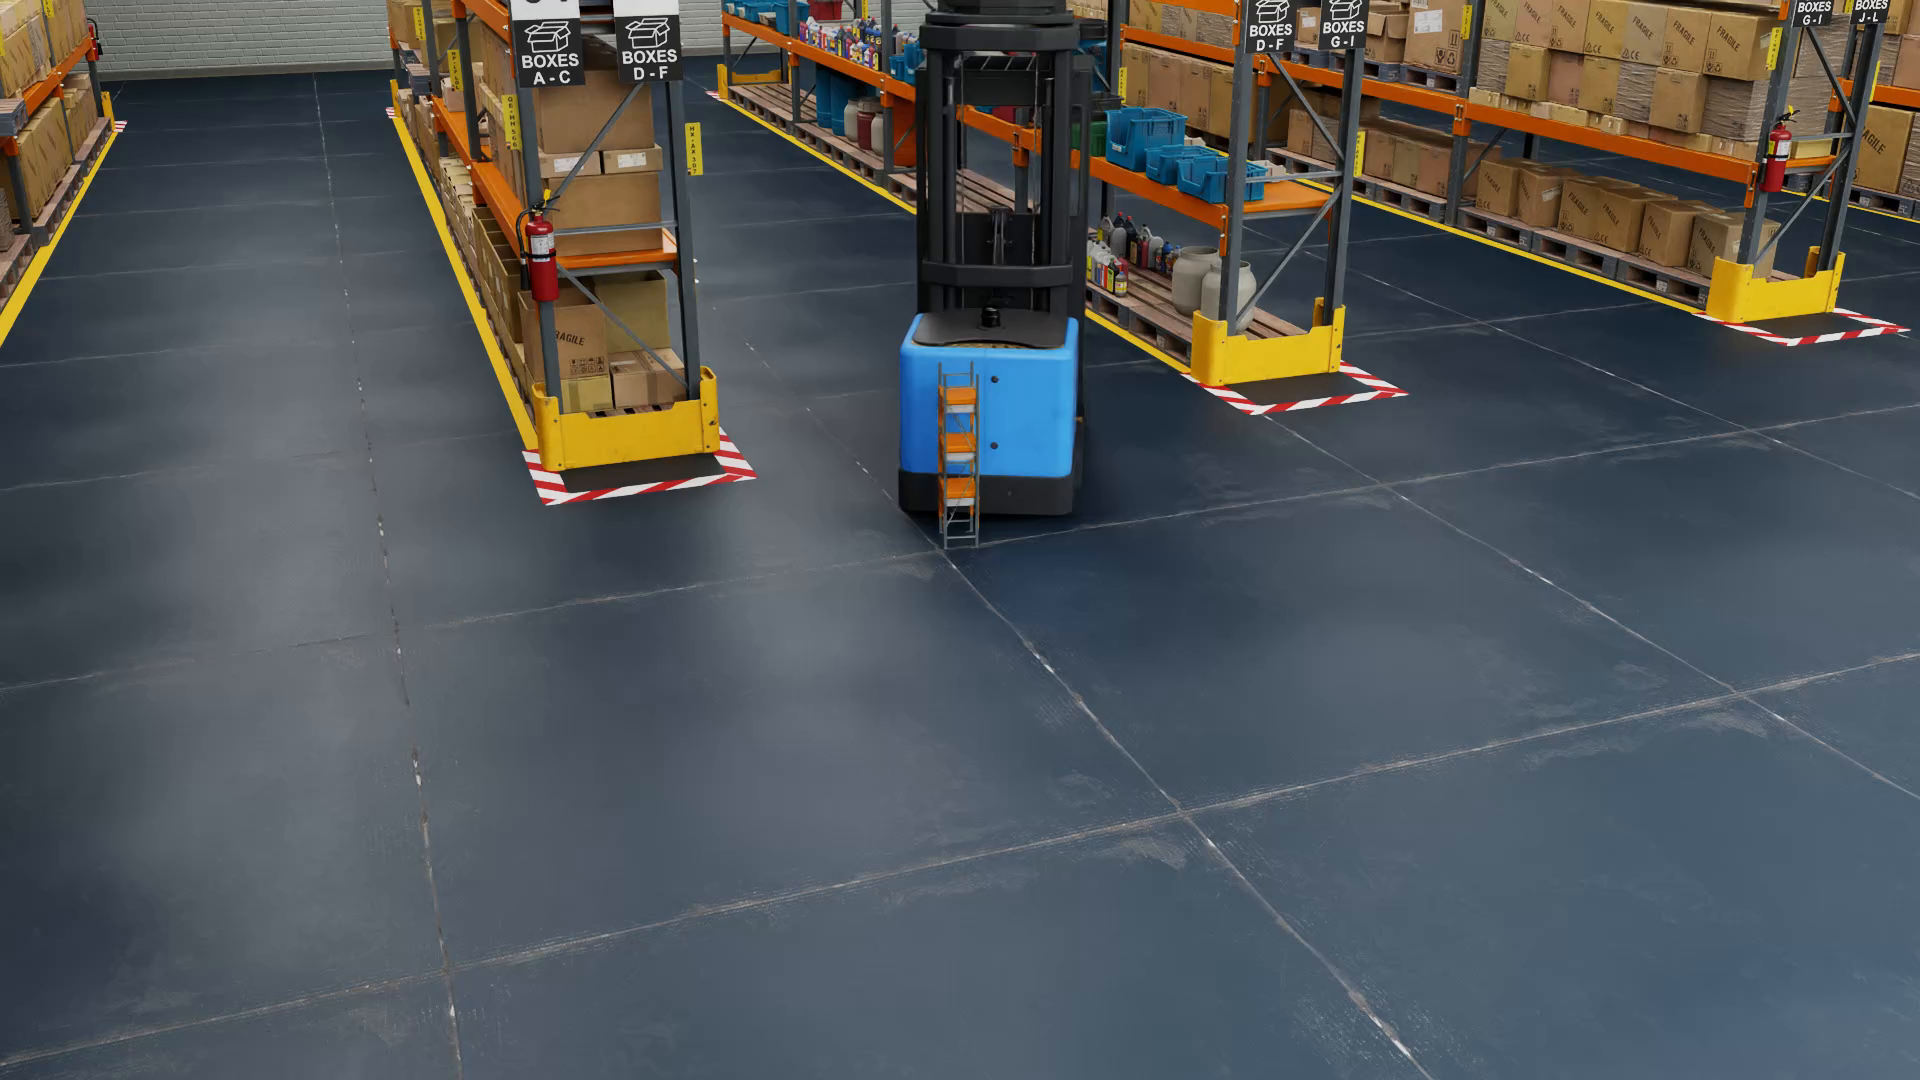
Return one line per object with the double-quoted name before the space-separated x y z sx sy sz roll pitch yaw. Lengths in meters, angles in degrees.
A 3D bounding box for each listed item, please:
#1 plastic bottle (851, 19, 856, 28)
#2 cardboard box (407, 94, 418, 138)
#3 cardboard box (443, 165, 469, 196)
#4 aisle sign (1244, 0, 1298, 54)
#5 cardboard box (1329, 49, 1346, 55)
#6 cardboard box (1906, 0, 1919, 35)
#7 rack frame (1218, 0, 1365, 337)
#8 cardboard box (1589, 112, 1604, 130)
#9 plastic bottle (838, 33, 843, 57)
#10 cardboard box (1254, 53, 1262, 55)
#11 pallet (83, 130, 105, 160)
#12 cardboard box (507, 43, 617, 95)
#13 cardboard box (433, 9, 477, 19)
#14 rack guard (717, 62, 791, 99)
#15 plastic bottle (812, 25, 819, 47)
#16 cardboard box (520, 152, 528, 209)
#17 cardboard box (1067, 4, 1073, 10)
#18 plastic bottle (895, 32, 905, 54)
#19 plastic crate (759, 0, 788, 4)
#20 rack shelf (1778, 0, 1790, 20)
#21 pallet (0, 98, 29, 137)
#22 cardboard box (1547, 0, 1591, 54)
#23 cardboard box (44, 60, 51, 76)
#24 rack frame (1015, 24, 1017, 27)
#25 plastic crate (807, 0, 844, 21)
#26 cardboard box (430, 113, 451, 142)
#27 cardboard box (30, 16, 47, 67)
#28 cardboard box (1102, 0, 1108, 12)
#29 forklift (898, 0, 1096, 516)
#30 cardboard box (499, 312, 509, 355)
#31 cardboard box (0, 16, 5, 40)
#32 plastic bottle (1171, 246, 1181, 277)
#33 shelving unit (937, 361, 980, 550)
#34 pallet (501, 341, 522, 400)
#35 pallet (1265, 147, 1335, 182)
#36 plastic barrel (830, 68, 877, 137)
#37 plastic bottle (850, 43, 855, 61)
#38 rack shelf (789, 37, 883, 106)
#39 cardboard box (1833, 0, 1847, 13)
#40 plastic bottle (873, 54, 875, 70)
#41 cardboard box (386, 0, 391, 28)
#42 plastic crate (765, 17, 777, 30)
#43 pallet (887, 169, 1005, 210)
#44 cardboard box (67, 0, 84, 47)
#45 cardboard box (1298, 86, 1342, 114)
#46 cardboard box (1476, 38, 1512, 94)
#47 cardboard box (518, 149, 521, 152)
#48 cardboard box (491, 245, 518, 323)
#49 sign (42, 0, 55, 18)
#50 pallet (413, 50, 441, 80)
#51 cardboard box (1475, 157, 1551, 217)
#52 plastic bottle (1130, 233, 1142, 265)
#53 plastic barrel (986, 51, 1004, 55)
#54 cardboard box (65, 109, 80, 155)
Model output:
"plastic bottle" -1.375 -6.855 22.311 0.152 0.276 0.135 -8 24 -19
"cardboard box" -6.919 -5.551 21.711 0.500 0.500 0.500 -8 24 -19
"cardboard box" -4.936 -3.644 16.810 0.500 0.311 0.500 -9 24 -20
"aisle sign" 2.170 -3.782 11.513 0.394 0.787 0.004 -8 24 -19
"cardboard box" 4.606 -5.721 19.113 0.500 0.250 0.500 -9 24 -20
"cardboard box" 10.720 -5.671 17.760 0.875 0.550 0.550 -8 24 -19
"rack frame" 2.422 -2.650 12.176 1.000 3.000 0.127 -8 24 -19
"cardboard box" 6.110 -3.920 15.513 0.380 0.149 0.250 -8 24 -19
"plastic bottle" -1.462 -6.123 20.565 0.061 0.283 0.133 -8 24 -19
"cardboard box" 3.823 -6.428 21.011 0.500 0.500 0.500 -8 24 -17
"pallet" -11.716 -5.097 21.572 1.003 0.211 1.213 -8 24 -19
"cardboard box" -2.755 -3.180 11.634 0.700 0.500 0.500 -8 24 -19
"cardboard box" -5.512 -5.690 18.720 0.700 0.500 0.500 -4 23 -9
"rack guard" -3.251 -7.319 26.472 1.175 0.500 0.348 -8 24 -19
"plastic bottle" -1.865 -6.552 21.599 0.097 0.271 0.097 0 23 0
"cardboard box" -2.726 -2.561 11.835 0.700 0.500 0.500 -8 24 -19
"cardboard box" 1.859 -8.200 25.666 0.380 0.149 0.250 -8 24 -18
"plastic bottle" -0.744 -6.206 20.771 0.152 0.276 0.135 -8 24 -19
"plastic crate" -2.937 -8.412 25.723 0.616 0.435 0.499 -8 24 -19
"rack shelf" 6.349 -5.107 15.070 1.077 0.370 4.000 -8 24 -19
"pallet" -9.321 -3.865 15.306 1.213 0.211 1.003 -8 24 -19
"cardboard box" 5.918 -4.866 15.633 0.500 0.500 0.500 -8 24 -19
"cardboard box" -10.590 -5.372 18.932 0.380 0.149 0.250 -8 24 -18
"rack frame" 1.403 -9.144 27.582 1.000 3.000 0.127 -8 24 -19
"plastic crate" -1.898 -7.427 23.349 0.402 0.464 0.583 -8 24 -19
"cardboard box" -5.613 -4.603 18.495 0.500 0.250 0.500 -7 24 -17
"cardboard box" -10.497 -5.527 18.463 0.500 0.500 0.500 -8 24 -19
"cardboard box" 2.415 -7.883 24.400 0.500 0.250 0.500 -9 24 -20
"forklift" 0.294 -2.030 10.792 1.130 2.935 3.031 2 23 5
"cardboard box" -3.220 -1.596 12.675 0.500 0.250 0.500 -8 24 -19
"cardboard box" -9.602 -4.947 16.121 0.500 0.250 0.500 -8 24 -18
"plastic bottle" 1.917 -2.458 14.667 0.097 0.271 0.097 0 23 0
"shelving unit" -0.008 -0.480 9.536 0.215 1.050 0.252 -3 23 -6
"pallet" -2.950 -1.402 12.804 1.003 0.211 1.213 -8 24 -19
"pallet" 4.504 -4.668 20.553 1.003 0.211 1.213 -8 24 -19
"plastic barrel" -1.391 -5.780 21.762 0.600 0.901 0.708 -8 24 -19
"plastic bottle" -1.292 -5.930 20.213 0.097 0.201 0.097 0 23 0
"rack shelf" -1.111 -5.952 20.937 1.077 0.370 4.000 -8 24 -19
"cardboard box" 10.138 -6.114 18.977 0.700 0.500 0.500 -9 24 -20
"plastic bottle" -0.970 -5.599 19.427 0.097 0.201 0.097 0 23 0
"cardboard box" -7.955 -7.634 23.873 0.500 0.500 0.500 -8 24 -18
"plastic crate" -2.464 -7.281 23.441 0.437 0.125 0.590 -8 24 -19
"pallet" -0.167 -3.985 18.934 1.003 0.211 1.213 -8 24 -19
"cardboard box" -12.041 -6.796 21.626 0.980 0.700 0.700 -9 24 -19
"cardboard box" 4.494 -5.394 20.372 0.500 0.250 0.500 -7 24 -17
"cardboard box" 5.744 -4.795 16.752 0.875 0.500 0.500 -8 24 -19
"cardboard box" -2.891 -2.805 11.579 0.380 0.149 0.250 -8 24 -17
"cardboard box" -3.223 -1.941 12.528 0.500 0.500 0.500 -8 24 -19
"sign" -10.581 -6.226 19.272 0.100 0.325 0.005 -8 24 -19
"pallet" -5.731 -5.497 19.176 1.003 0.211 1.213 -8 24 -19
"cardboard box" 5.746 -3.674 17.283 0.500 0.500 0.500 -9 25 -21
"plastic bottle" 1.601 -2.650 15.106 0.061 0.283 0.133 -8 24 -19
"plastic barrel" 0.464 -4.968 17.500 0.433 0.535 0.433 0 23 0
"cardboard box" -11.254 -4.979 20.378 0.700 0.500 0.500 -8 24 -18
